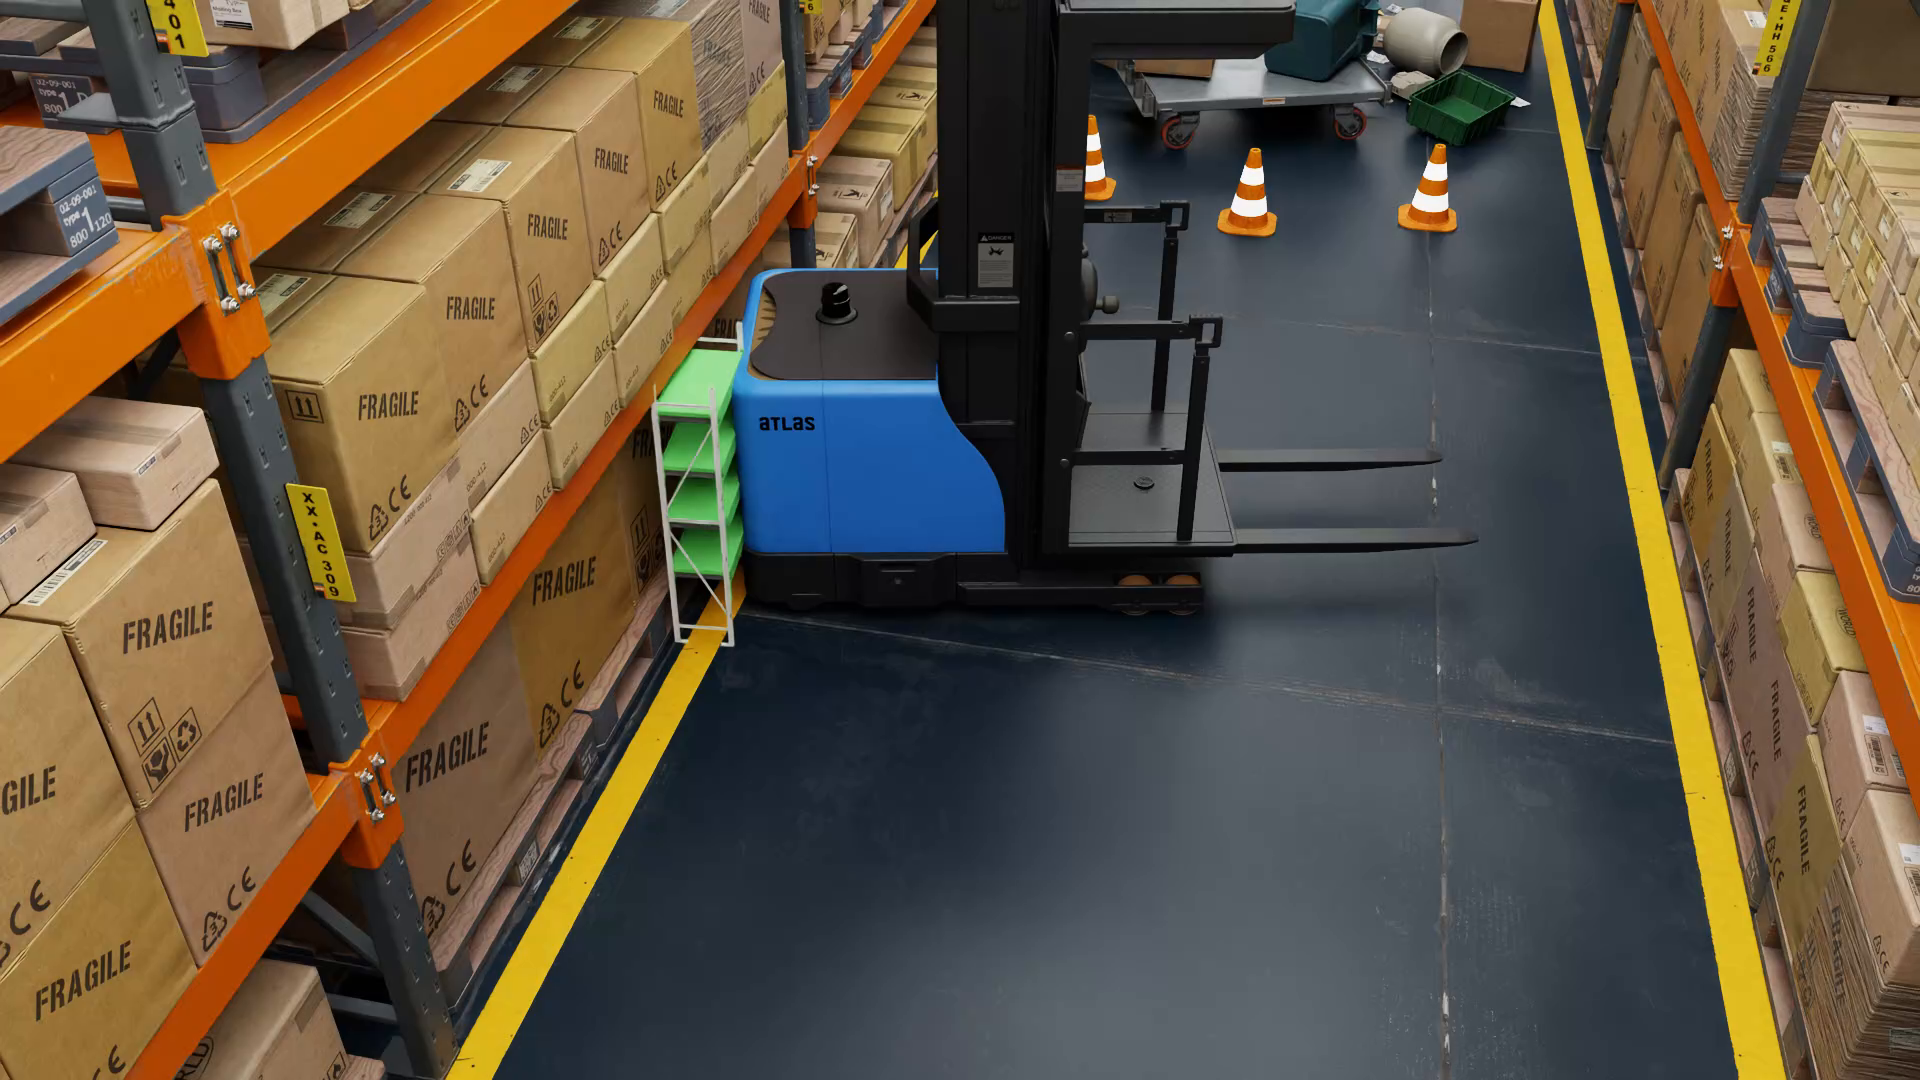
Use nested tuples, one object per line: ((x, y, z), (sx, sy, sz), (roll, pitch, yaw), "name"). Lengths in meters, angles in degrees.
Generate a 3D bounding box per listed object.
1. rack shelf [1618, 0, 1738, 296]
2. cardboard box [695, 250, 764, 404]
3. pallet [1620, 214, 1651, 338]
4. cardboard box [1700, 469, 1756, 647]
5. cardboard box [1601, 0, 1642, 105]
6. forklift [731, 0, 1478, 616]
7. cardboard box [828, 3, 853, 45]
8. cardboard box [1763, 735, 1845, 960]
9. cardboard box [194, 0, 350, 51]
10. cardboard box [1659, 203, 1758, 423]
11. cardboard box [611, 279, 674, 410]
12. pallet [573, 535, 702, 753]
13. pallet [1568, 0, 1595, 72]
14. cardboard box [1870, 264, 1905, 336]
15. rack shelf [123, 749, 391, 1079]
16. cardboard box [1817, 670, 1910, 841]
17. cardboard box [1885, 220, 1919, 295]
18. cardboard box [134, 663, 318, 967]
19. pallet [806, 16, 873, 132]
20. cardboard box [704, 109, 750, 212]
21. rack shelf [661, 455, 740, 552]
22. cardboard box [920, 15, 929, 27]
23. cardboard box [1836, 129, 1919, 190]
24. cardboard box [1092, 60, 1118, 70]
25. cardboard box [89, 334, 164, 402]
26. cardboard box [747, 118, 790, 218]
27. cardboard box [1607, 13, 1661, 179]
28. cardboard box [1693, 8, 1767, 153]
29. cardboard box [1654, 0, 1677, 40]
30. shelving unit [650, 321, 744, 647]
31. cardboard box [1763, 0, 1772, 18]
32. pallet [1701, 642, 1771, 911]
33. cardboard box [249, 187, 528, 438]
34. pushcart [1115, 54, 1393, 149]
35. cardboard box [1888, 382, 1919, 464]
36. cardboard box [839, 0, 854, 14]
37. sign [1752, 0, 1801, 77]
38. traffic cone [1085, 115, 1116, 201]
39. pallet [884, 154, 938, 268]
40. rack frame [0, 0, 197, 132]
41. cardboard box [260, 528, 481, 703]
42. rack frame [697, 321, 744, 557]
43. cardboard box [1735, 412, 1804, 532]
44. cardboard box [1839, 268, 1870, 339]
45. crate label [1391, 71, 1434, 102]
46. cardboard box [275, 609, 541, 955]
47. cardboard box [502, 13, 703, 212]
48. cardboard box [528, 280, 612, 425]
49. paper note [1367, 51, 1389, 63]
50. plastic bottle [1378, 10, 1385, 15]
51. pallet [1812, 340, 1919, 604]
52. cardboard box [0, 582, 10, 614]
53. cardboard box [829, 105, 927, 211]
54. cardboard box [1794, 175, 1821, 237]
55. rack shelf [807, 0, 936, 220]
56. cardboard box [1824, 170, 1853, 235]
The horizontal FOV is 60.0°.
((4.109, -2.262, 8.428), (1.077, 0.370, 4.000), (7, 37, 10), "rack shelf")
((-1.404, -0.893, 7.379), (0.875, 0.875, 0.875), (7, 37, 10), "cardboard box")
((4.186, -1.417, 9.026), (1.003, 0.211, 1.213), (7, 37, 10), "pallet")
((3.177, 0.098, 6.331), (0.500, 0.500, 0.500), (8, 37, 11), "cardboard box")
((4.739, -3.361, 10.785), (0.875, 0.875, 0.875), (8, 37, 11), "cardboard box")
((0.626, -1.190, 6.395), (3.031, 2.935, 1.130), (0, 36, 0), "forklift")
((-0.728, -2.510, 8.013), (0.380, 0.149, 0.250), (5, 36, 7), "cardboard box")
((2.849, 0.979, 5.116), (0.500, 0.500, 0.500), (6, 36, 9), "cardboard box")
((-1.581, -1.249, 3.618), (0.396, 0.266, 0.258), (7, 37, 10), "cardboard box")
((3.900, -1.004, 7.638), (1.050, 0.750, 0.750), (7, 36, 9), "cardboard box")
((-1.328, -0.709, 5.799), (0.500, 0.250, 0.500), (7, 36, 9), "cardboard box")
((-1.680, 0.300, 6.657), (1.003, 0.211, 1.213), (7, 37, 10), "pallet")
((5.033, -3.698, 12.173), (1.003, 0.211, 1.213), (7, 37, 10), "pallet")
((3.165, -0.747, 5.327), (0.380, 0.149, 0.250), (7, 37, 10), "cardboard box")
((-2.457, 1.762, 2.876), (1.077, 0.370, 4.000), (7, 37, 10), "rack shelf")
((2.862, 0.673, 4.898), (0.500, 0.250, 0.500), (9, 37, 12), "cardboard box")
((3.169, -0.874, 5.249), (0.380, 0.149, 0.250), (9, 37, 12), "cardboard box")
((-1.879, 0.581, 3.807), (0.500, 0.500, 0.500), (8, 37, 10), "cardboard box")
((-1.128, -2.313, 8.049), (1.213, 0.211, 1.003), (7, 37, 10), "pallet")
((-1.137, -1.507, 6.475), (0.500, 0.250, 0.500), (6, 36, 9), "cardboard box")
((-0.990, -0.160, 6.553), (0.258, 0.148, 0.480), (4, 36, 4), "rack shelf")
((-0.458, -3.692, 11.773), (0.500, 0.250, 0.500), (9, 37, 12), "cardboard box")
((3.339, -1.321, 5.866), (0.380, 0.149, 0.250), (6, 36, 9), "cardboard box")
((1.237, -3.695, 11.920), (0.500, 0.500, 0.500), (-24, 42, -30), "cardboard box")
((-2.180, -0.409, 4.321), (0.500, 0.500, 0.500), (8, 37, 11), "cardboard box")
((-1.030, -1.586, 7.010), (0.500, 0.250, 0.500), (6, 36, 8), "cardboard box")
((4.491, -2.592, 9.829), (1.050, 0.750, 0.750), (7, 37, 10), "cardboard box")
((3.623, -2.025, 7.402), (0.500, 0.500, 0.500), (7, 37, 10), "cardboard box")
((3.944, -2.897, 8.606), (0.500, 0.500, 0.500), (7, 37, 10), "cardboard box")
((-0.988, -0.212, 6.516), (0.258, 1.200, 0.503), (4, 36, 4), "shelving unit")
((3.894, -2.398, 7.066), (0.700, 0.500, 0.500), (7, 36, 9), "cardboard box")
((3.251, 0.868, 5.873), (1.003, 0.211, 1.213), (7, 37, 10), "pallet")
((-1.574, -0.633, 4.630), (0.500, 0.500, 0.500), (7, 37, 10), "cardboard box")
((1.917, -2.944, 10.990), (1.648, 0.377, 0.936), (-5, 36, -6), "pushcart")
((3.051, -0.334, 5.012), (0.380, 0.149, 0.250), (6, 36, 8), "cardboard box")
((-0.749, -2.829, 7.900), (0.500, 0.500, 0.500), (9, 37, 12), "cardboard box")
((3.139, -1.943, 6.388), (0.100, 0.325, 0.005), (7, 37, 10), "sign")
((0.782, -2.349, 10.097), (0.336, 0.463, 0.334), (7, 37, 10), "traffic cone")
((-0.745, -1.985, 9.809), (1.003, 0.211, 1.213), (7, 37, 10), "pallet")
((-2.030, -2.105, 2.486), (1.000, 3.000, 0.127), (7, 37, 10), "rack frame")
((-1.678, 0.166, 4.593), (0.500, 0.250, 0.500), (6, 36, 9), "cardboard box")
((-0.965, -0.355, 6.712), (0.240, 1.200, 0.015), (4, 36, 4), "rack frame")
((3.190, -0.213, 6.120), (0.500, 0.250, 0.500), (7, 37, 9), "cardboard box")
((3.218, -0.780, 5.627), (0.380, 0.149, 0.250), (9, 37, 12), "cardboard box")
((3.114, -3.125, 11.445), (0.298, 0.136, 0.250), (-17, 39, -22), "crate label")
((-1.976, 0.649, 5.251), (0.875, 0.875, 0.875), (8, 37, 11), "cardboard box")
((-1.245, -1.506, 5.835), (0.500, 0.500, 0.500), (7, 37, 10), "cardboard box")
((-1.443, -0.623, 5.255), (0.500, 0.250, 0.500), (8, 37, 11), "cardboard box")
((3.038, -3.502, 12.063), (0.172, 0.023, 0.155), (20, 41, 26), "paper note")
((3.180, -3.985, 12.696), (0.133, 0.061, 0.283), (-5, 36, -6), "plastic bottle")
((3.299, -0.189, 5.118), (1.003, 0.211, 1.213), (7, 37, 10), "pallet")
((-2.010, 0.112, 3.050), (0.380, 0.149, 0.250), (7, 37, 10), "cardboard box")
((-0.728, -2.256, 9.688), (0.950, 0.372, 0.625), (8, 37, 12), "cardboard box")
((3.389, -1.244, 6.266), (0.380, 0.149, 0.250), (7, 36, 9), "cardboard box")
((-0.748, -2.825, 9.204), (1.077, 0.370, 4.000), (7, 37, 10), "rack shelf")
((3.326, -1.188, 5.935), (0.380, 0.149, 0.250), (9, 37, 12), "cardboard box")
